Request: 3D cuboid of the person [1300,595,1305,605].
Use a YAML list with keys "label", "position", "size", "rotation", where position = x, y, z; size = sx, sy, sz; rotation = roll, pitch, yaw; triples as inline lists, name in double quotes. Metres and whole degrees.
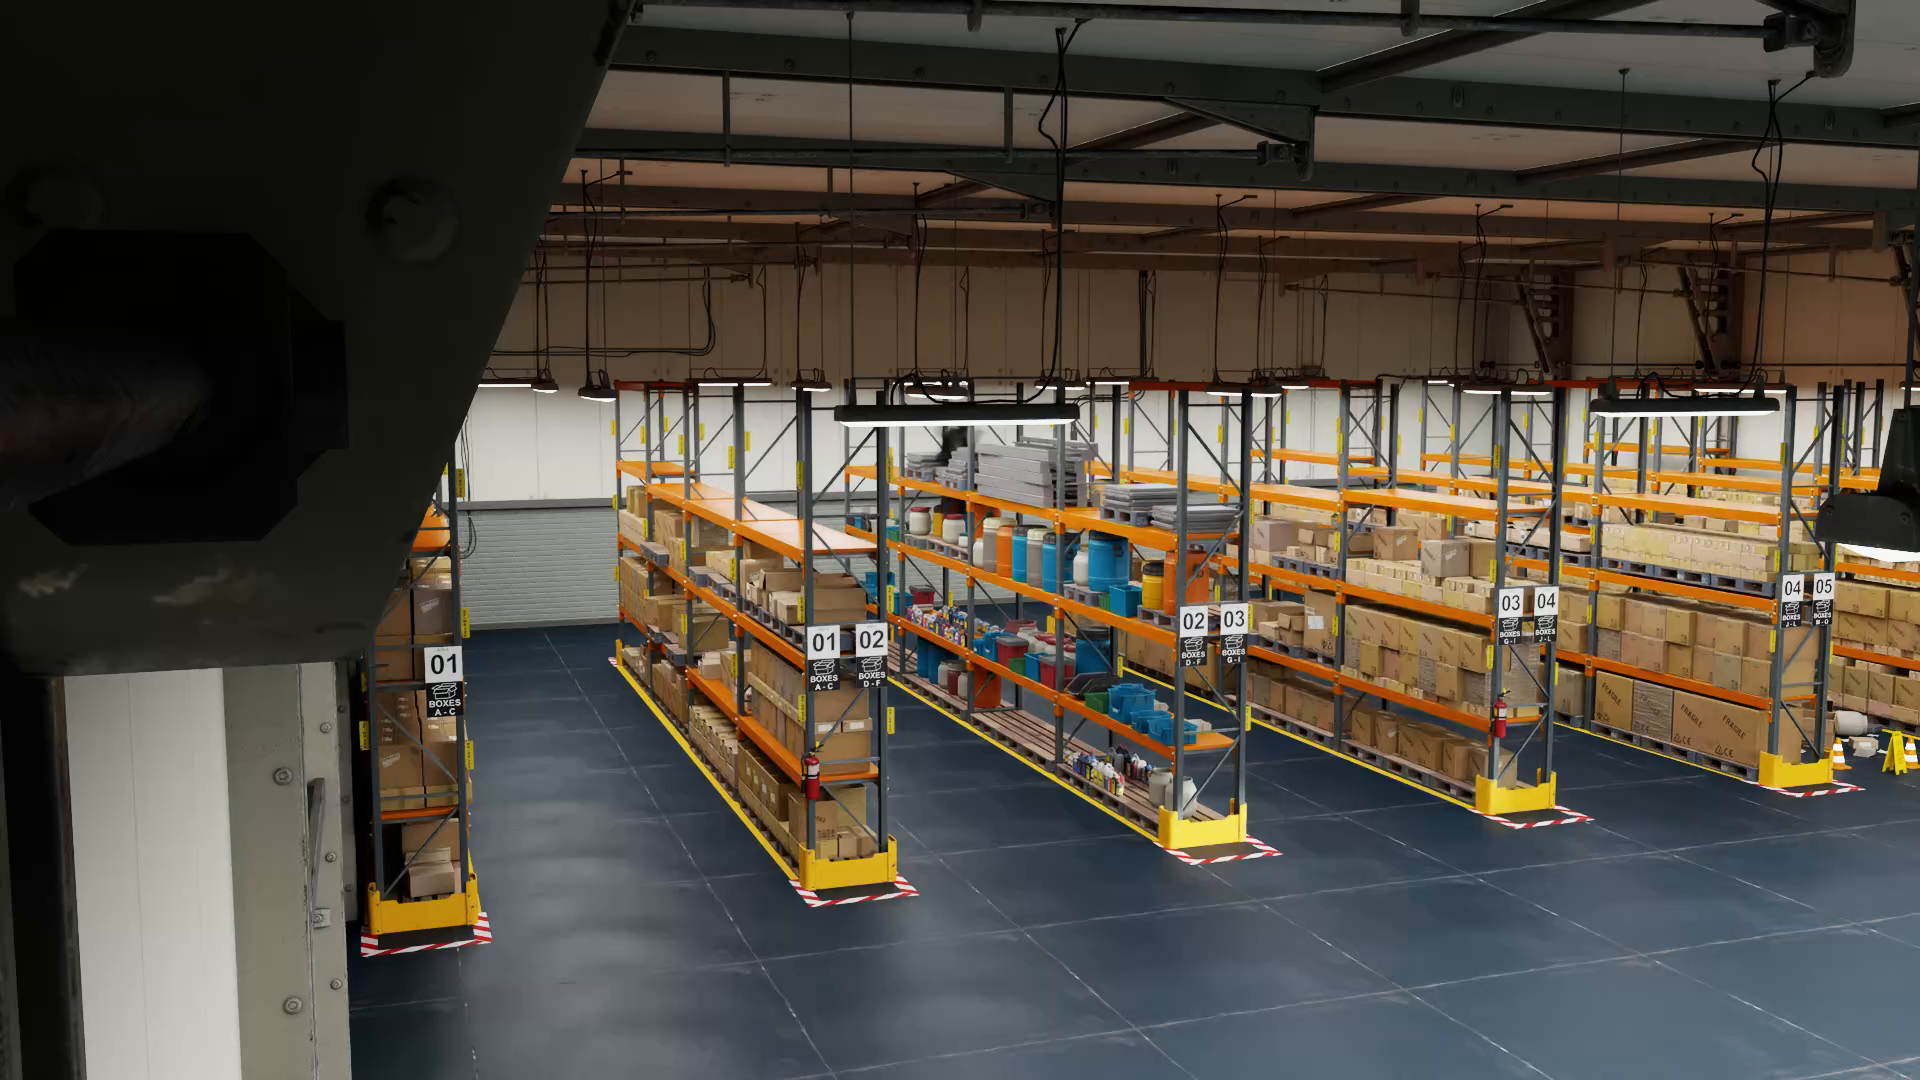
- label: "person"
  position: [8.564, 1.218, 40.822]
  size: [0.615, 1.618, 0.561]
  rotation: [-4, 7, -36]
